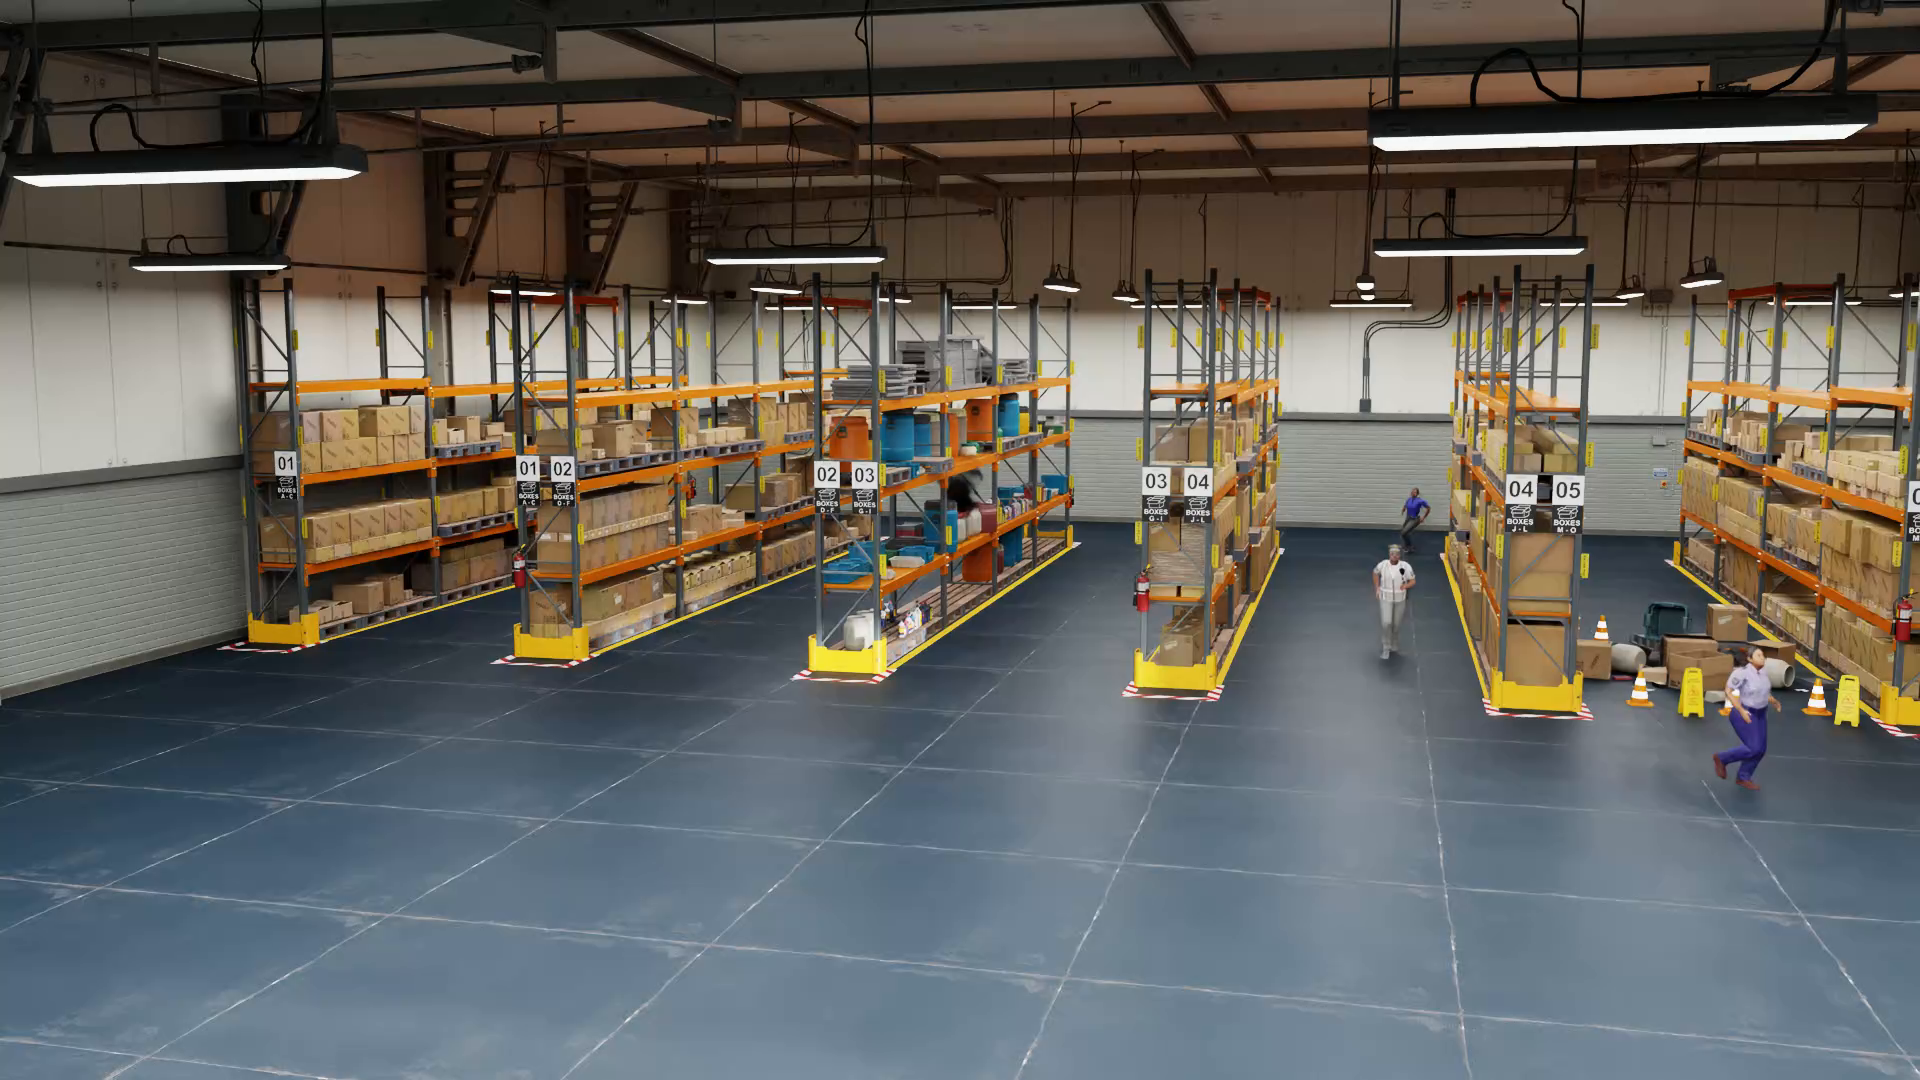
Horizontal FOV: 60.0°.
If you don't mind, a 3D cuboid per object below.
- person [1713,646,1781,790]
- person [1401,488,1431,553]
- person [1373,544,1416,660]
[{"bbox_3d":[8.867,1.986,18.669,0.599,1.618,0.589,-4,8,-31],"label":"person"},{"bbox_3d":[10.649,-0.458,39.132,0.638,1.568,0.737,-3,8,-27],"label":"person"},{"bbox_3d":[6.900,0.970,26.435,0.645,1.842,0.816,1,7,9],"label":"person"}]
